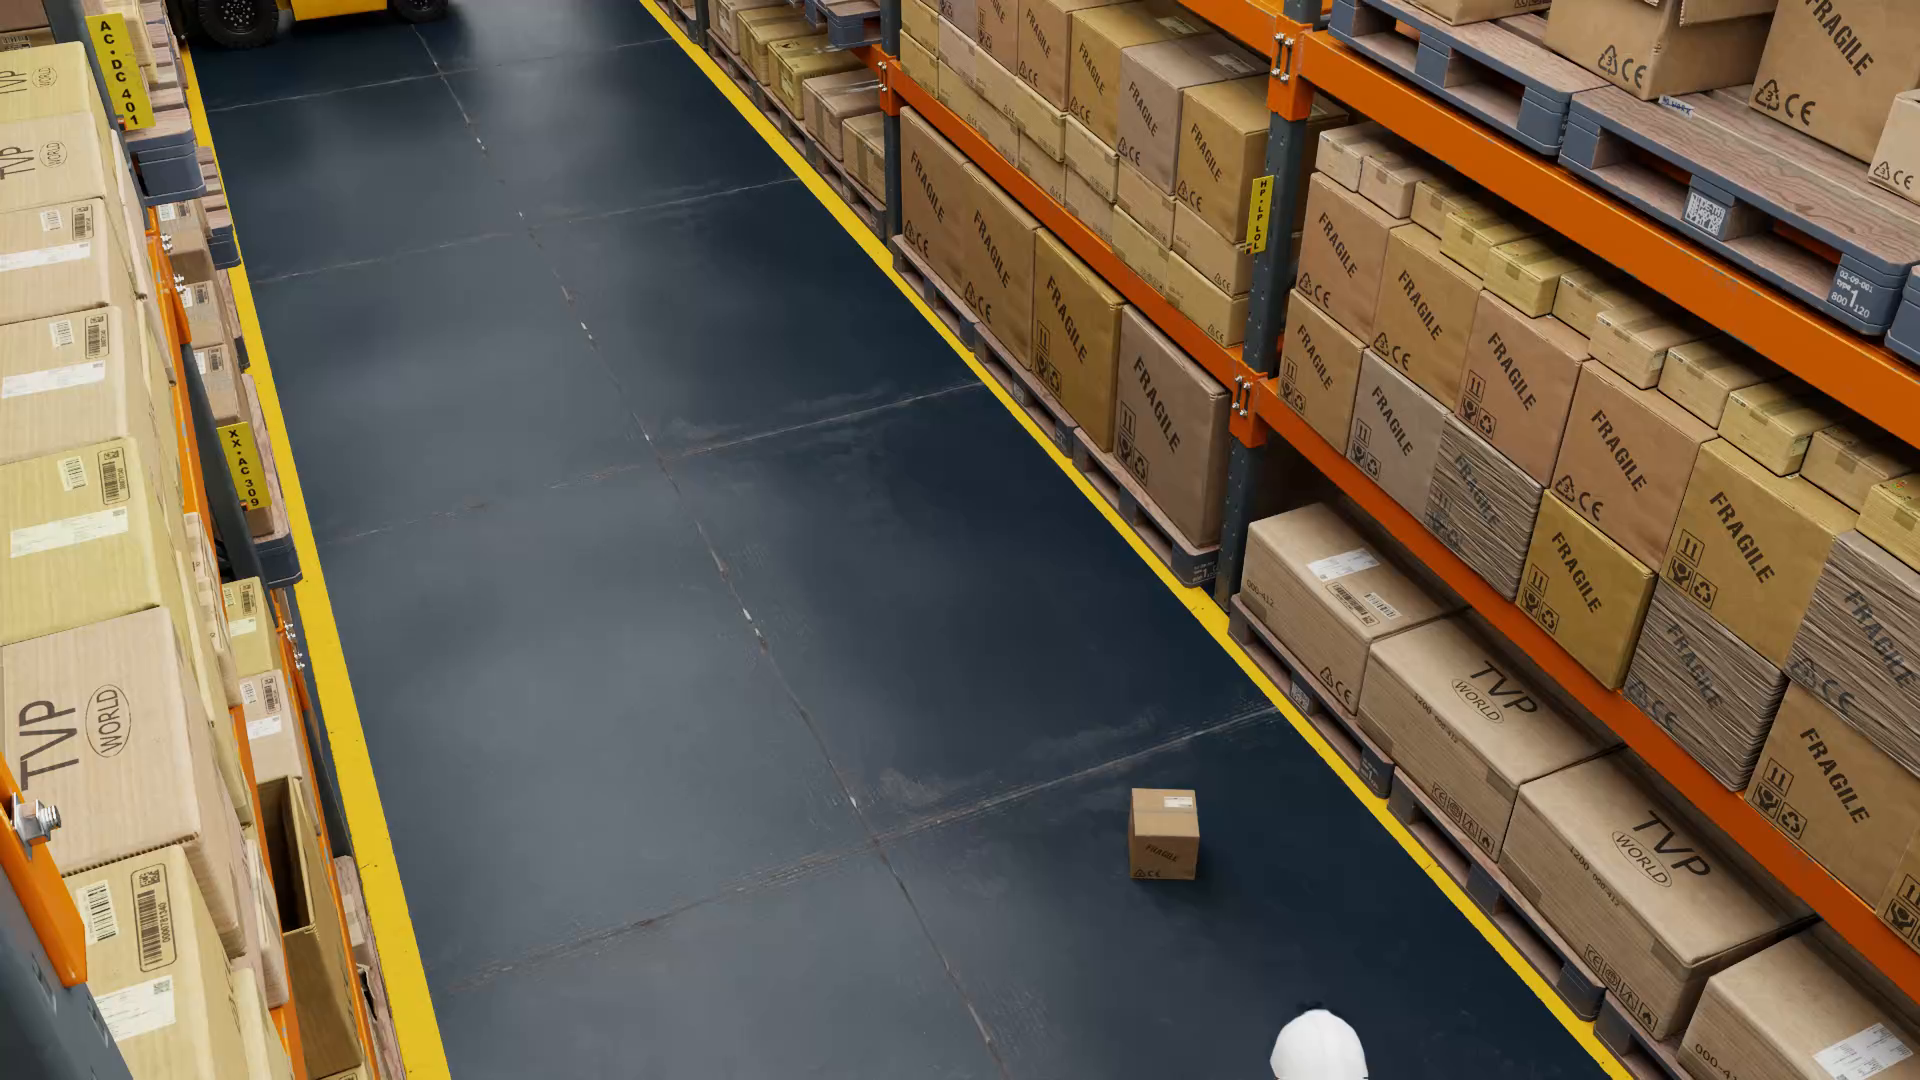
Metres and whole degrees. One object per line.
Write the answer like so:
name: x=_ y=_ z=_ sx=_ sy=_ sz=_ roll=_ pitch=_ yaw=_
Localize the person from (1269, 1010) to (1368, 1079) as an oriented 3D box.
person: x=0.830 y=1.865 z=4.358 sx=0.550 sy=1.738 sz=0.919 roll=-6 pitch=37 yaw=-8
